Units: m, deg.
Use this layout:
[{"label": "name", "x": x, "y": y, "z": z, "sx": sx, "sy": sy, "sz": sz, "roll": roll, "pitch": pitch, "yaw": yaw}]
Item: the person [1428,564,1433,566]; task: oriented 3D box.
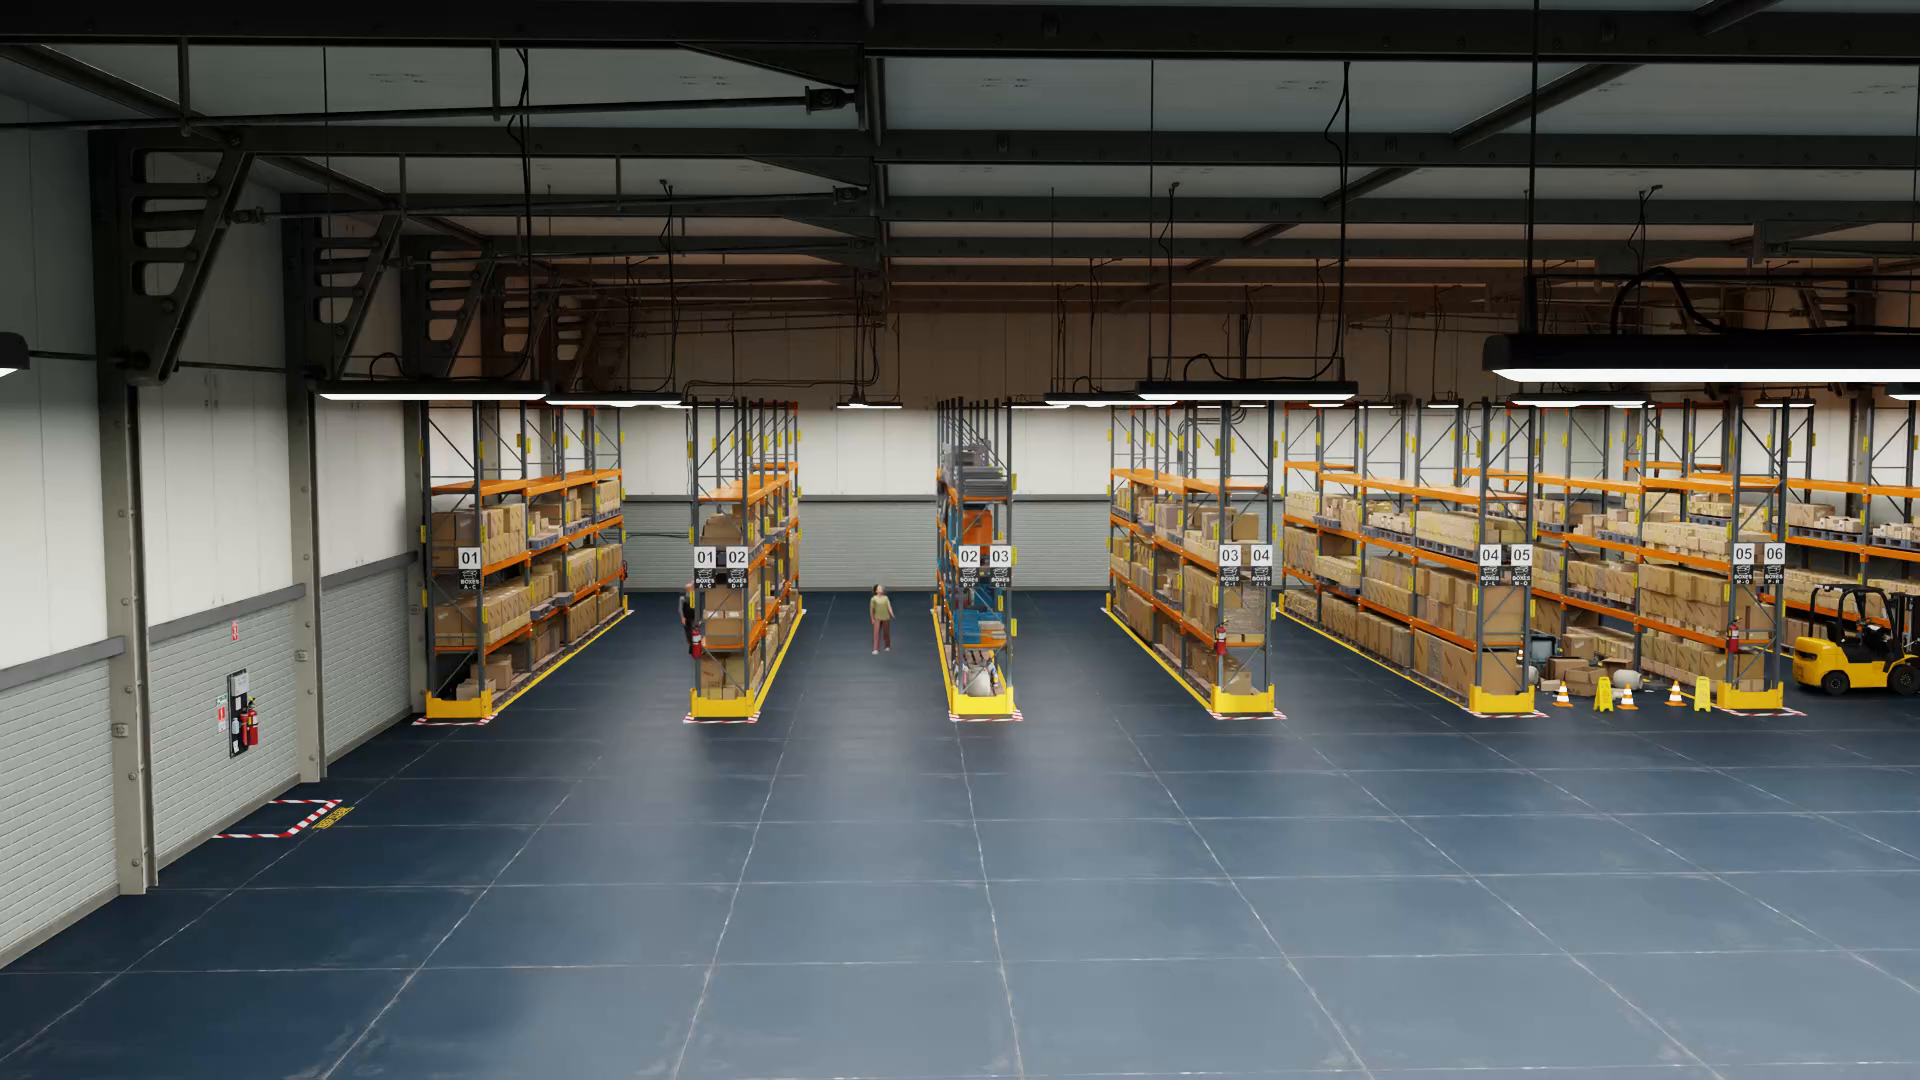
[{"label": "person", "x": 12.483, "y": 1.470, "z": 44.287, "sx": 0.373, "sy": 1.689, "sz": 0.506, "roll": 1, "pitch": 5, "yaw": 12}]

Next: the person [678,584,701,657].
[{"label": "person", "x": -6.331, "y": 1.876, "z": 38.977, "sx": 0.492, "sy": 1.683, "sz": 1.003, "roll": 0, "pitch": 4, "yaw": 3}]

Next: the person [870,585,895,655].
[{"label": "person", "x": -1.789, "y": 1.833, "z": 38.416, "sx": 0.604, "sy": 1.596, "sz": 1.030, "roll": 1, "pitch": 4, "yaw": 7}]

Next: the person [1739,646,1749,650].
[{"label": "person", "x": 17.021, "y": 2.039, "z": 36.226, "sx": 0.557, "sy": 1.790, "sz": 0.560, "roll": -4, "pitch": 6, "yaw": -41}]
